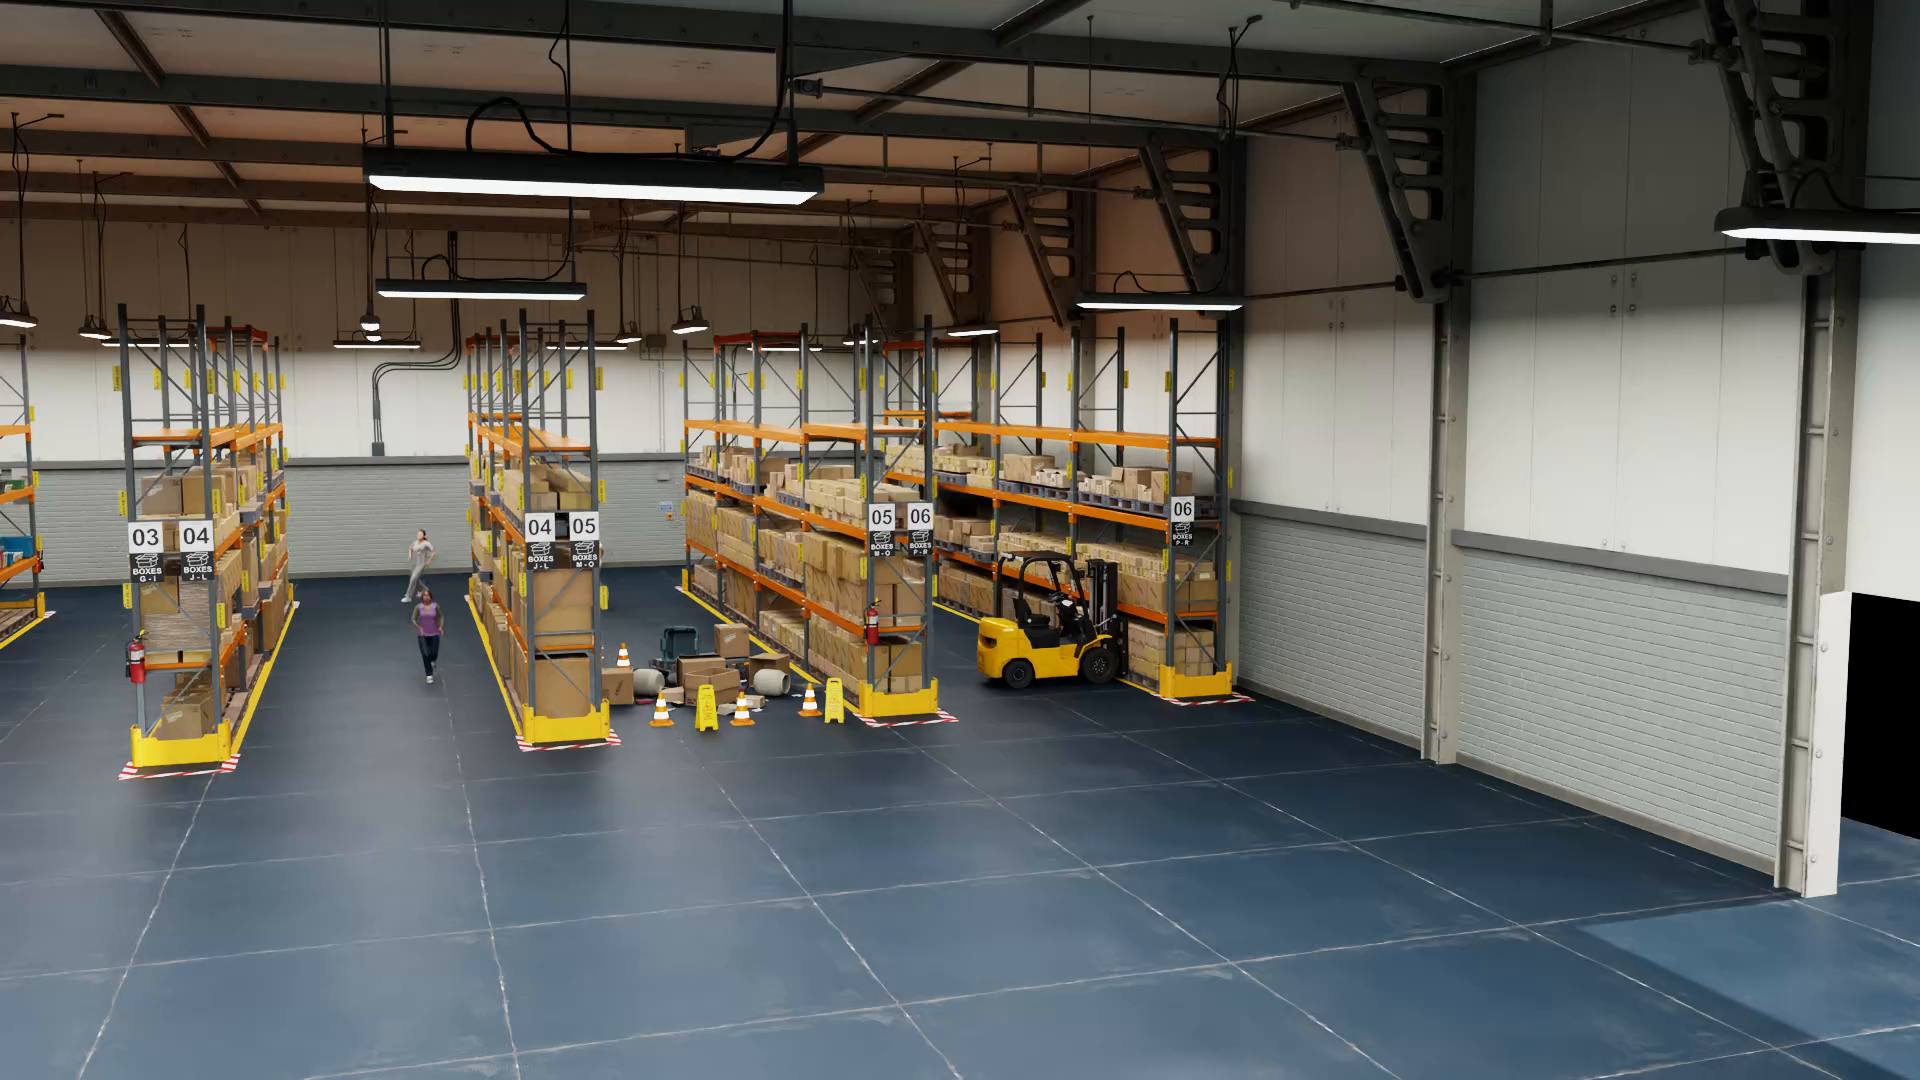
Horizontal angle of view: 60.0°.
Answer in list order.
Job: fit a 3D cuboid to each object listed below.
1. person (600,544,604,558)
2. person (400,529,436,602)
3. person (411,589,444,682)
[{"bbox_3d":[-8.449,0.606,37.837,0.575,1.680,1.055,-3,6,-31],"label":"person"},{"bbox_3d":[-12.339,0.570,37.949,0.632,1.629,0.952,2,6,19],"label":"person"},{"bbox_3d":[-8.916,1.598,27.870,0.541,1.560,0.549,-2,6,-21],"label":"person"}]
